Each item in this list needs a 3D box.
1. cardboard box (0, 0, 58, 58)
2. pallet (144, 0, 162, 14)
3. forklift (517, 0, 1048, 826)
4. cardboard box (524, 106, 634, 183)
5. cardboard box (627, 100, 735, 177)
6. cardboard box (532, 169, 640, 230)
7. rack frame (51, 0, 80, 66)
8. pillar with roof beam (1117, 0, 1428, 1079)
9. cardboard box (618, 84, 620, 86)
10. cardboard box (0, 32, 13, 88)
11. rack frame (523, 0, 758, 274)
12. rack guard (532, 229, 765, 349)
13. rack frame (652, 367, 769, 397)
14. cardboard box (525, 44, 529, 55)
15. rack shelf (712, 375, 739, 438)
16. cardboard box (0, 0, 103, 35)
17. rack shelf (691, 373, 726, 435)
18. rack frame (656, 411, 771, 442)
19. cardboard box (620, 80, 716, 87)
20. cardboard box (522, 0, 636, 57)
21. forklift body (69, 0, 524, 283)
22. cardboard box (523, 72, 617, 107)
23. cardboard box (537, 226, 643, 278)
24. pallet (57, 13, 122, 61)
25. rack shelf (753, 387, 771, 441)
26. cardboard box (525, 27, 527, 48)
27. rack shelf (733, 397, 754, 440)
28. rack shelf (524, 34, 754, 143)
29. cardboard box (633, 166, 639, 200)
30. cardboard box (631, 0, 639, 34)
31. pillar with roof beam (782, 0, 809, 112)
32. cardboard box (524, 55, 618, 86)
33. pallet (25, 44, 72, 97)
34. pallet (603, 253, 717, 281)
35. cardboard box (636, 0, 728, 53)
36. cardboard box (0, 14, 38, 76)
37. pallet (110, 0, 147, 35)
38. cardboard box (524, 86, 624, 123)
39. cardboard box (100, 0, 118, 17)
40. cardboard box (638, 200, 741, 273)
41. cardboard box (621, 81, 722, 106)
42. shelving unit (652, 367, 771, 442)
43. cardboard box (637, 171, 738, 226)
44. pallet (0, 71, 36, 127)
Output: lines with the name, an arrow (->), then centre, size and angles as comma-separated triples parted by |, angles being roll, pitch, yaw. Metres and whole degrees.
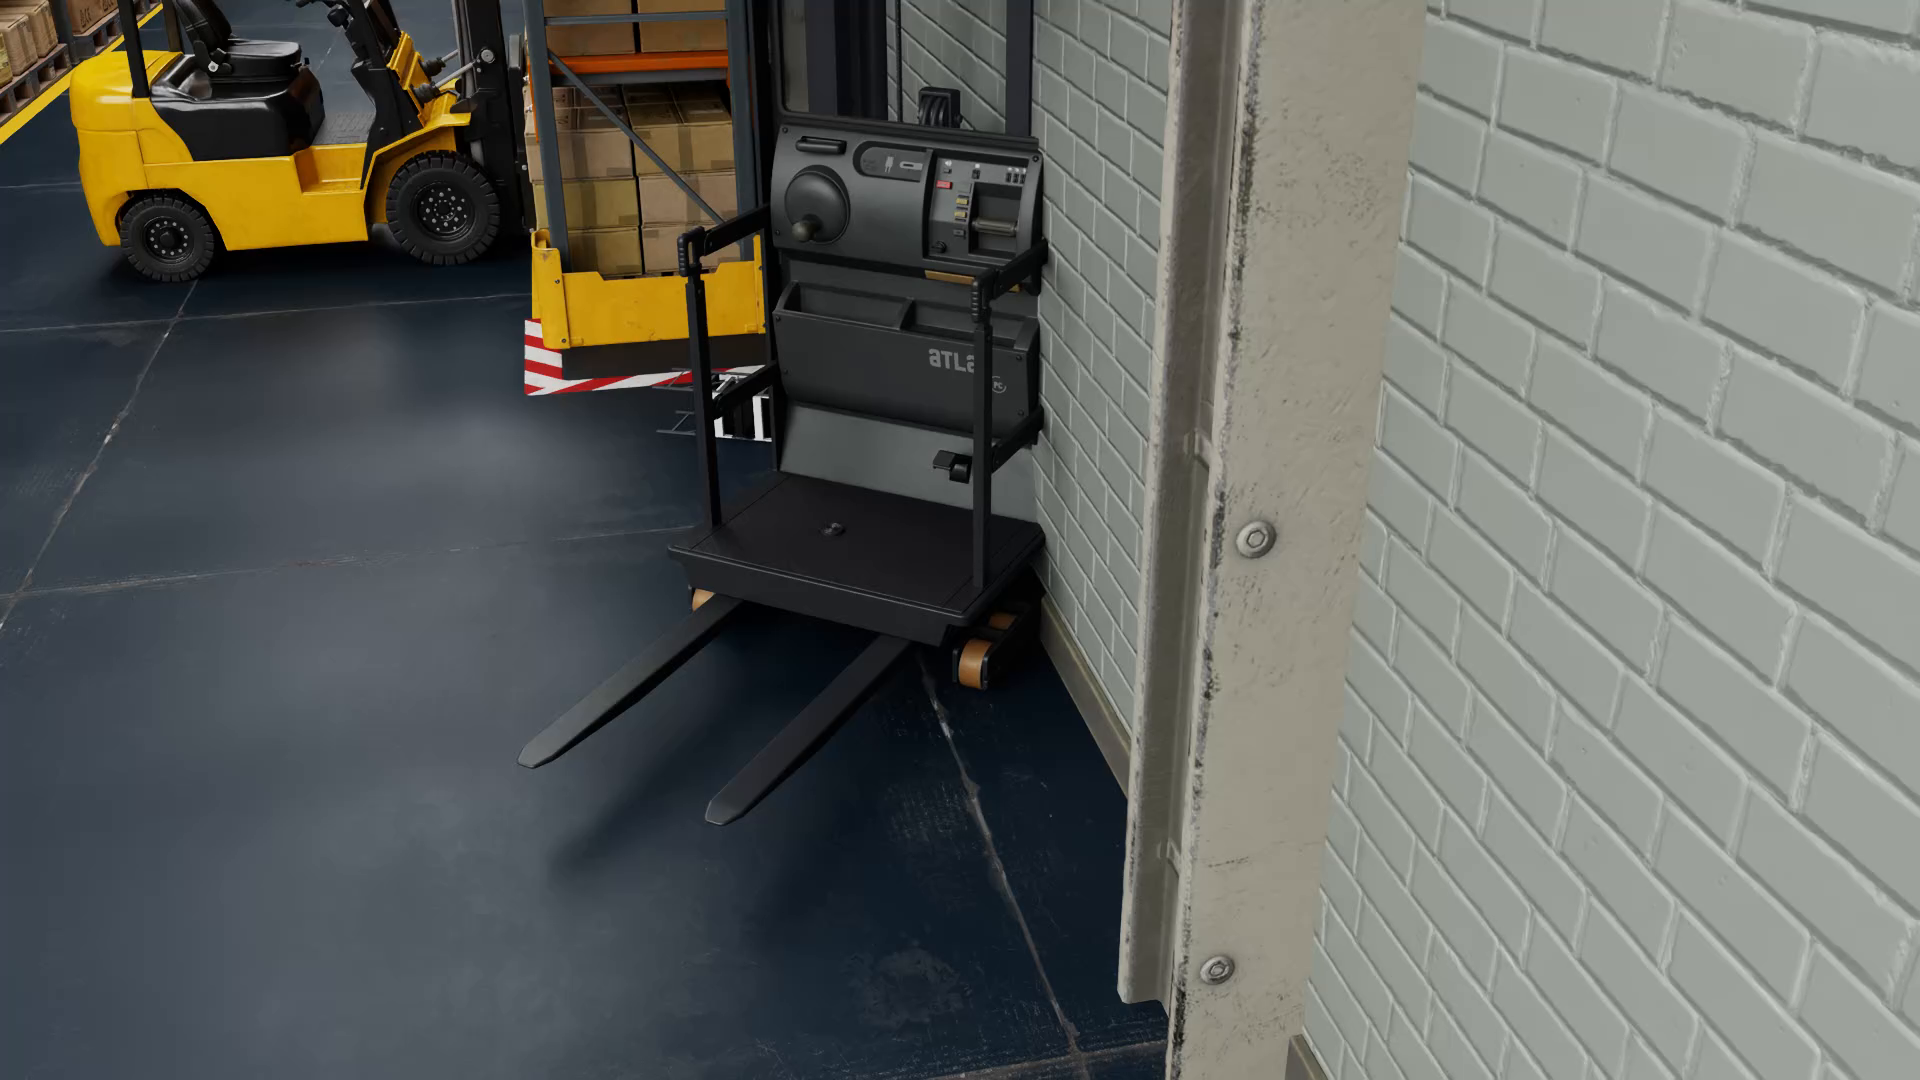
cardboard box -> -8.015, -4.179, 13.650 | 0.950, 0.372, 0.625 | -8, 28, -15
pallet -> -8.787, -5.593, 17.097 | 1.003, 0.211, 1.213 | -6, 27, -12
forklift -> -0.267, -1.054, 5.084 | 1.130, 2.935, 3.031 | 12, 29, 22
cardboard box -> -1.902, -1.984, 8.327 | 0.500, 0.250, 0.500 | -5, 27, -10
cardboard box -> -1.419, -2.043, 8.445 | 0.500, 0.250, 0.500 | -6, 27, -12
cardboard box -> -1.909, -1.772, 8.462 | 0.500, 0.250, 0.500 | -6, 27, -12
rack frame -> -8.133, -5.413, 13.646 | 1.000, 3.000, 0.127 | -6, 27, -12
pillar with roof beam -> -3.616, -2.411, 1.040 | 9.100, 9.000, 0.400 | -6, 27, -12
cardboard box -> -1.746, -2.709, 9.764 | 0.500, 0.250, 0.500 | -6, 27, -13
cardboard box -> -7.676, -3.522, 12.349 | 0.950, 0.372, 0.625 | -5, 27, -10
rack frame -> -1.495, -2.407, 7.690 | 1.000, 3.000, 0.127 | -6, 27, -12
rack guard -> -1.489, -1.280, 8.232 | 1.175, 0.500, 0.348 | -6, 27, -12
rack frame -> -0.845, -0.659, 7.089 | 0.900, 0.006, 0.240 | 5, 27, 12
cardboard box -> -2.364, -2.882, 10.107 | 0.500, 0.250, 0.500 | -5, 27, -10
rack shelf -> -0.987, -0.582, 7.164 | 0.077, 0.200, 0.258 | 5, 27, 12
cardboard box -> -8.208, -4.964, 14.648 | 0.875, 0.875, 0.875 | -6, 27, -12
rack shelf -> -1.075, -0.590, 7.182 | 0.077, 0.200, 0.258 | 5, 27, 12
rack frame -> -0.843, -0.478, 7.180 | 0.900, 0.006, 0.240 | 5, 27, 12
cardboard box -> -1.637, -2.483, 9.316 | 0.500, 0.250, 0.500 | -6, 27, -12
cardboard box -> -1.862, -2.641, 8.042 | 0.500, 0.500, 0.500 | -7, 28, -13
forklift body -> -3.700, -2.675, 9.163 | 2.313, 2.155, 1.214 | -6, 27, -12
cardboard box -> -2.147, -2.428, 9.207 | 0.500, 0.250, 0.500 | -6, 27, -11
cardboard box -> -1.909, -1.541, 8.560 | 0.500, 0.250, 0.500 | -6, 27, -11
pallet -> -8.237, -4.522, 14.975 | 1.003, 0.211, 1.213 | -6, 27, -12
rack shelf -> -0.811, -0.565, 7.128 | 0.077, 0.200, 0.258 | 5, 27, 12
cardboard box -> -2.488, -3.100, 10.538 | 0.500, 0.250, 0.500 | -6, 27, -12
rack shelf -> -0.899, -0.574, 7.146 | 0.077, 0.200, 0.258 | 5, 27, 12
rack shelf -> -1.946, -2.964, 9.591 | 1.077, 0.370, 4.000 | -6, 27, -12
cardboard box -> -1.522, -2.037, 8.987 | 0.500, 0.250, 0.500 | -6, 27, -12
cardboard box -> -1.475, -2.924, 8.603 | 0.500, 0.500, 0.500 | -5, 27, -10
pillar with roof beam -> -4.968, -5.045, 6.259 | 9.100, 9.000, 0.400 | -6, 27, -12
cardboard box -> -2.254, -2.651, 9.649 | 0.500, 0.250, 0.500 | -7, 28, -13
pallet -> -7.958, -3.825, 13.594 | 1.003, 0.211, 1.213 | -6, 27, -12
pallet -> -1.708, -1.494, 8.975 | 1.003, 0.211, 1.213 | -6, 27, -12
cardboard box -> -1.336, -2.697, 8.154 | 0.500, 0.500, 0.500 | -5, 27, -10
cardboard box -> -7.841, -3.855, 13.010 | 0.950, 0.372, 0.625 | -6, 27, -13
pallet -> -8.509, -5.057, 16.034 | 1.003, 0.211, 1.213 | -6, 27, -12
cardboard box -> -2.023, -2.207, 8.770 | 0.500, 0.250, 0.500 | -5, 27, -11
cardboard box -> -8.405, -5.356, 15.424 | 0.875, 0.875, 0.875 | -6, 27, -11
cardboard box -> -1.415, -1.602, 8.681 | 0.500, 0.250, 0.500 | -6, 27, -11
cardboard box -> -1.535, -2.262, 8.879 | 0.500, 0.250, 0.500 | -6, 27, -12
shelving unit -> -0.844, -0.568, 7.135 | 0.900, 0.210, 0.258 | 5, 27, 12
cardboard box -> -1.398, -1.818, 8.553 | 0.500, 0.250, 0.500 | -5, 27, -11
pallet -> -7.687, -3.291, 12.535 | 1.003, 0.211, 1.213 | -6, 27, -12
